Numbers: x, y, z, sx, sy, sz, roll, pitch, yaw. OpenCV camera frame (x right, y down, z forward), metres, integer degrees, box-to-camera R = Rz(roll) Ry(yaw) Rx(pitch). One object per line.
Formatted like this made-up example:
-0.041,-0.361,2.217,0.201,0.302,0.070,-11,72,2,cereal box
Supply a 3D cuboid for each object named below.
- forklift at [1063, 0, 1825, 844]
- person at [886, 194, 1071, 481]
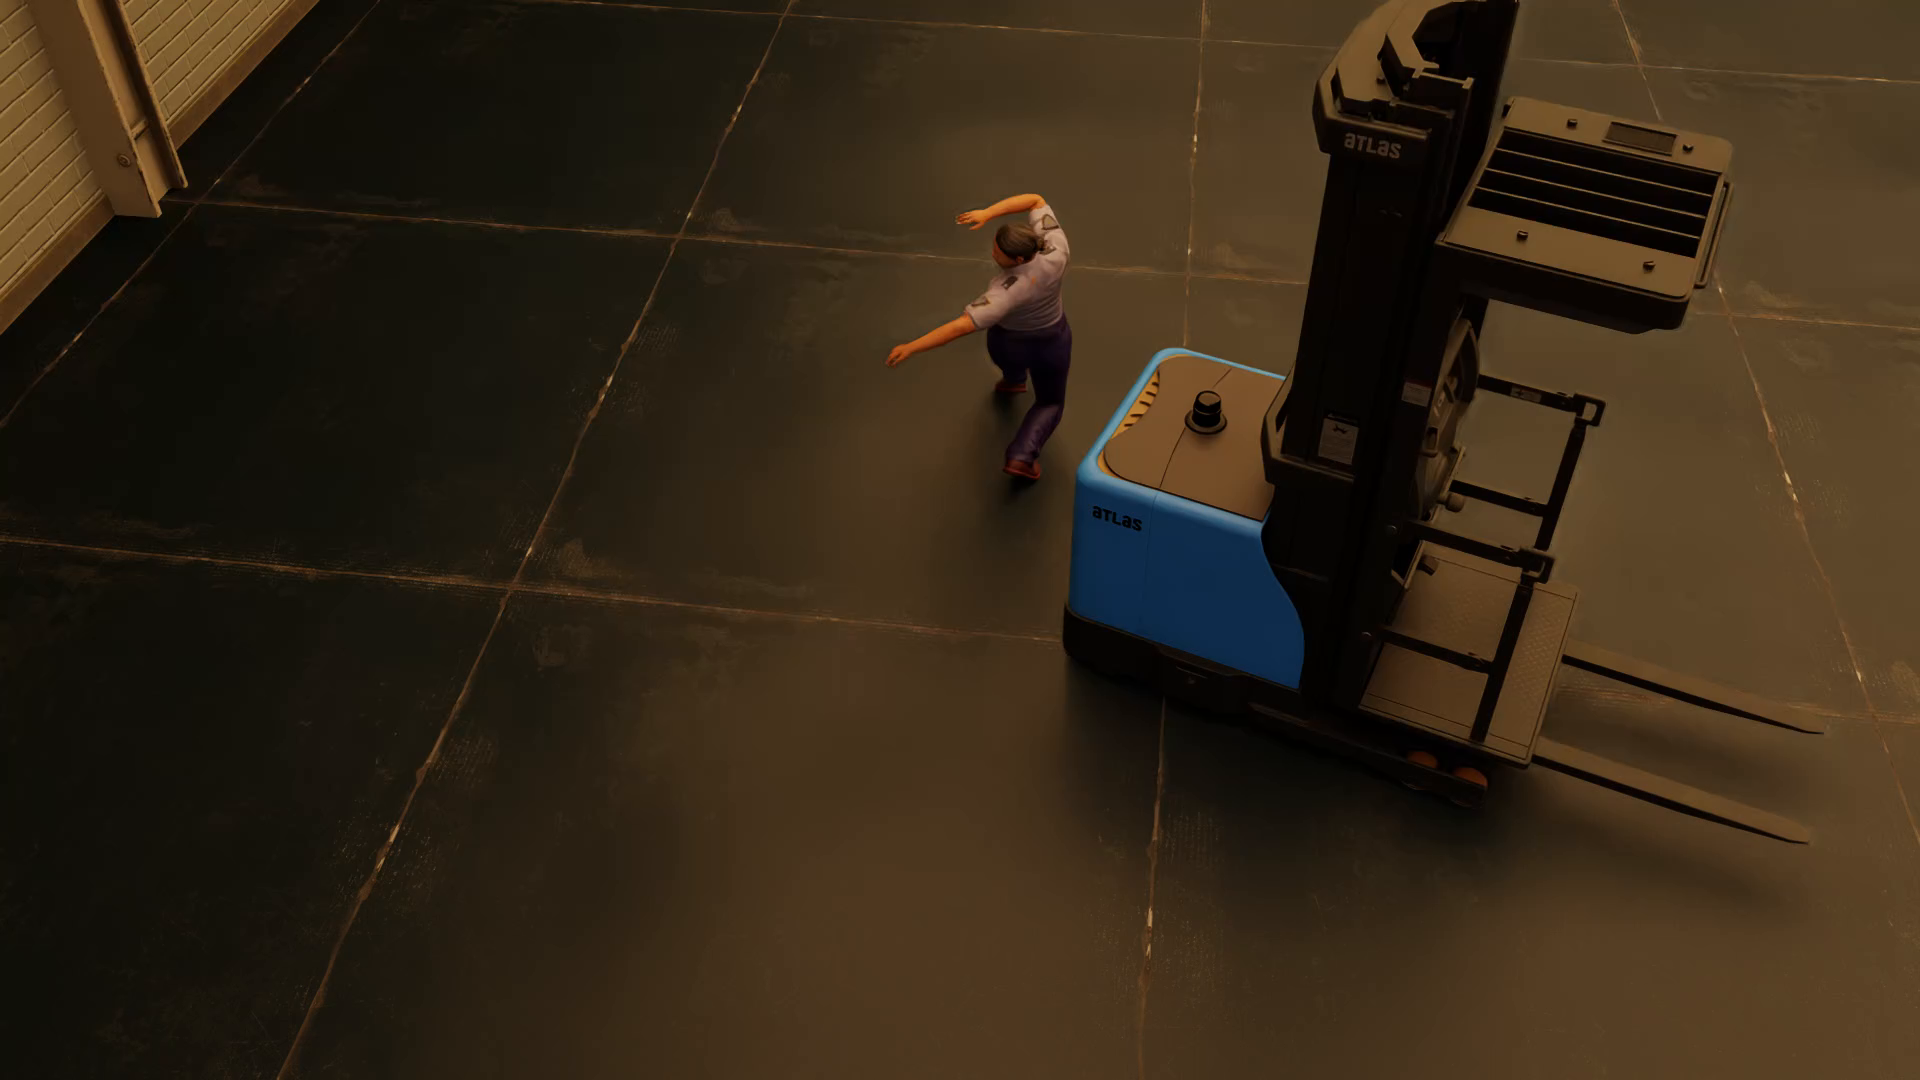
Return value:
2.005,-0.417,6.178,3.031,2.935,1.130,18,46,19,forklift
0.083,-1.003,7.988,0.912,1.373,0.929,-4,43,-4,person
